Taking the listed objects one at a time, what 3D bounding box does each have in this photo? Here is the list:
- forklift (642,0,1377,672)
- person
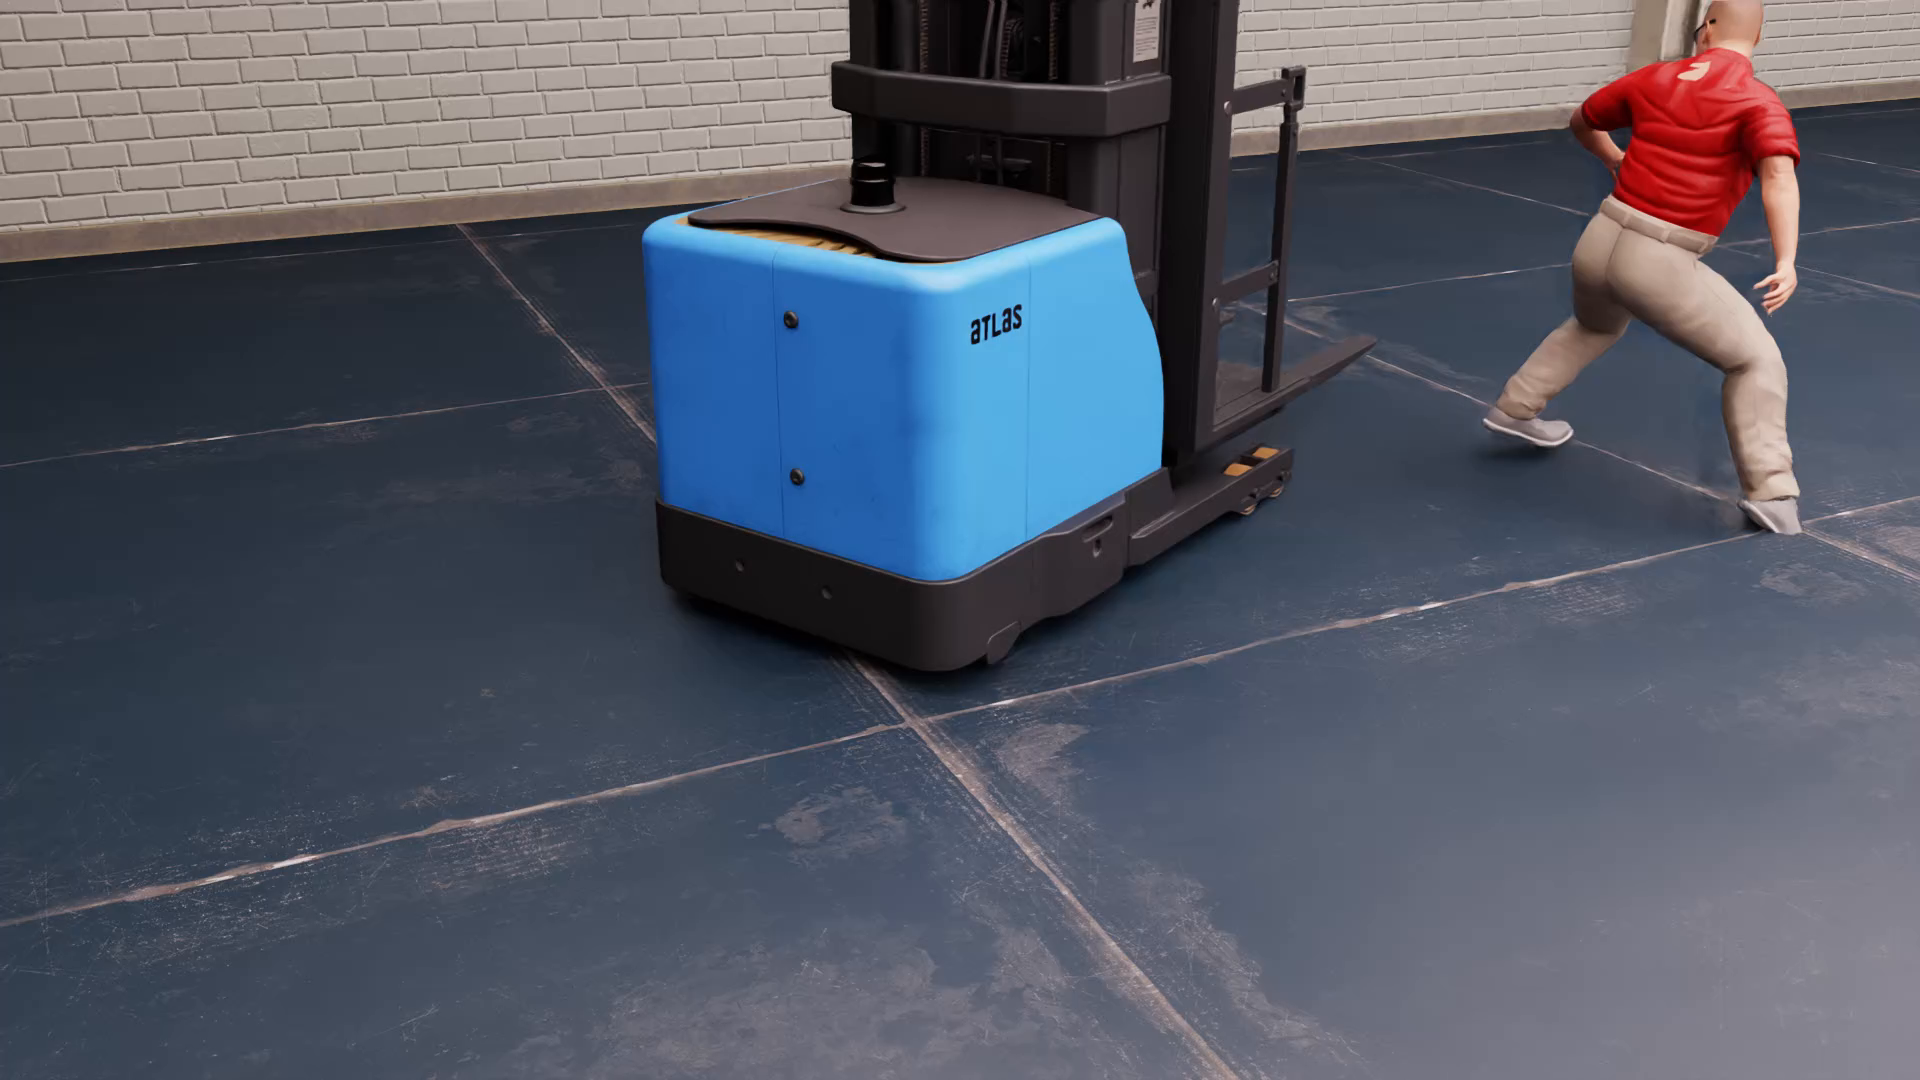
[{"bbox_3d":[0.438,-1.530,4.969,1.130,2.935,3.031,16,27,33],"label":"forklift"},{"bbox_3d":[2.271,-0.828,5.237,0.578,1.703,1.109,-10,25,-23],"label":"person"}]
